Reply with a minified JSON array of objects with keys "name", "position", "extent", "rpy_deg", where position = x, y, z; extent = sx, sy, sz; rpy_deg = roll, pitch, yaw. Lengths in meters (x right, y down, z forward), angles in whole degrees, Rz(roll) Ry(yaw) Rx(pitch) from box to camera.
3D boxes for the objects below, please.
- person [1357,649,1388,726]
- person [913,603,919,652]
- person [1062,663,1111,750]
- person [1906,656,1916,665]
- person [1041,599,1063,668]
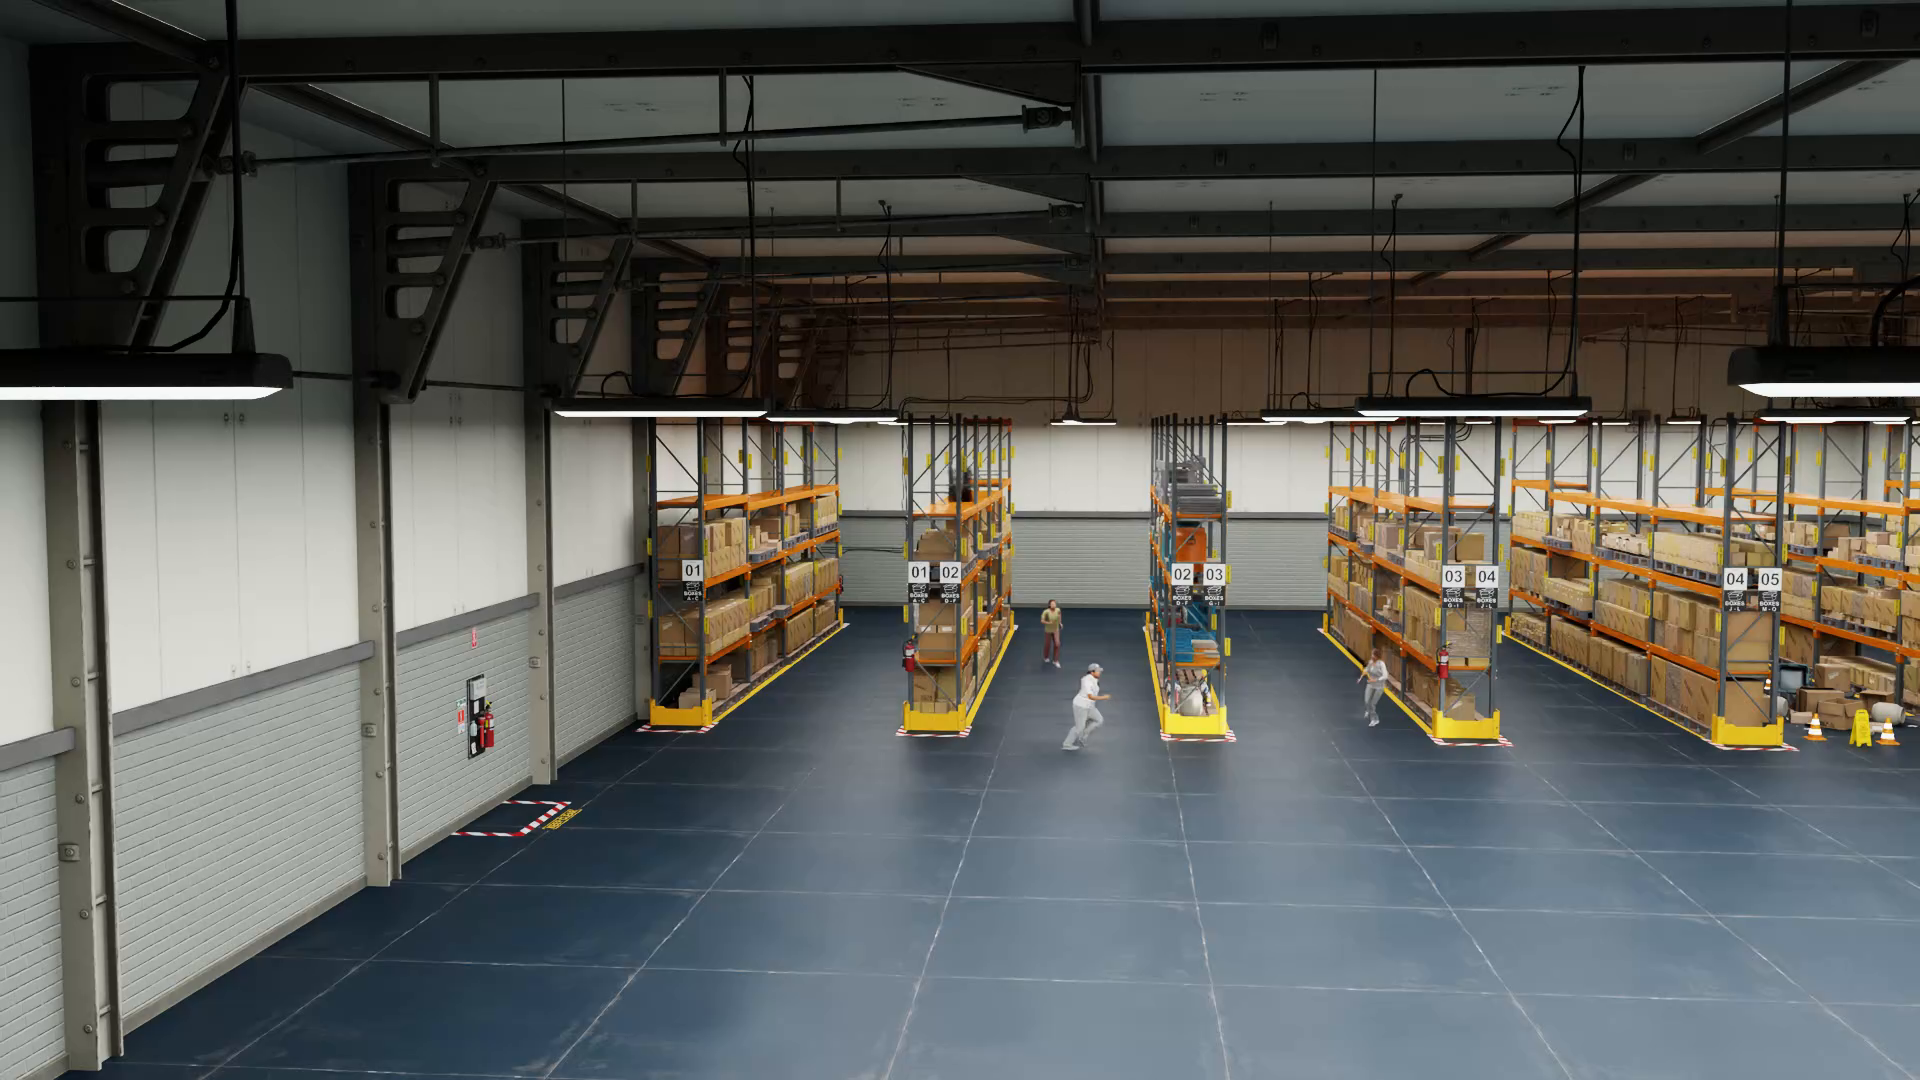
[{"name":"person","position":[7.991,2.831,32.083],"extent":[0.644,1.528,0.581],"rpy_deg":[3,5,37]},{"name":"person","position":[-1.032,2.013,42.622],"extent":[0.581,1.717,0.685],"rpy_deg":[0,4,-1]},{"name":"person","position":[2.255,2.951,29.482],"extent":[0.870,1.562,0.599],"rpy_deg":[1,4,19]},{"name":"person","position":[21.475,2.331,37.457],"extent":[0.606,1.790,0.809],"rpy_deg":[-1,4,-8]},{"name":"person","position":[2.196,2.212,40.032],"extent":[0.580,1.641,0.938],"rpy_deg":[-1,4,-10]}]
